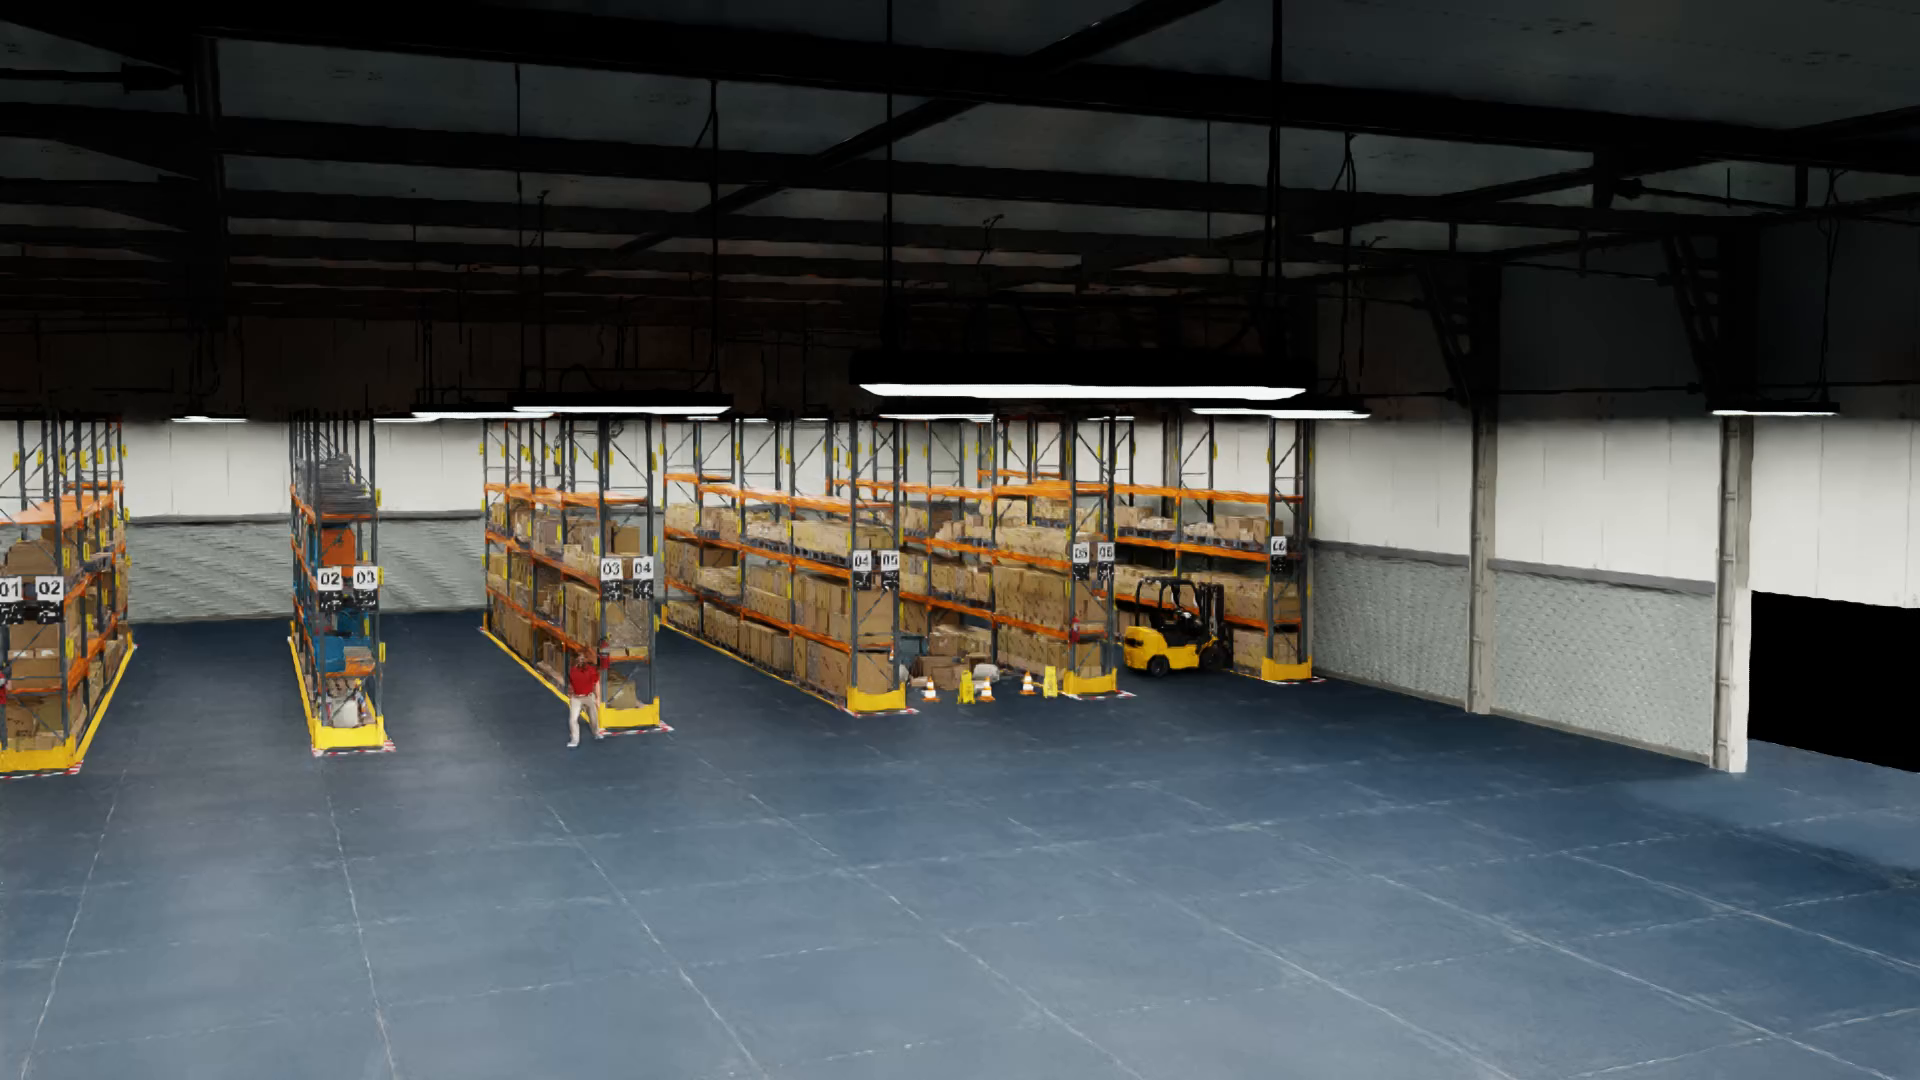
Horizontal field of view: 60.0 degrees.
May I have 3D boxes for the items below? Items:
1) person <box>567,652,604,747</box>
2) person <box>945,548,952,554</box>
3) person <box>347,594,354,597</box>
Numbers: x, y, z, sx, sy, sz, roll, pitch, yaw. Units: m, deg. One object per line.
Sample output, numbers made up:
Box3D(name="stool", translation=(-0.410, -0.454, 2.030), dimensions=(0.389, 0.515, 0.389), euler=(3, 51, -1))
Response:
Box3D(name="person", translation=(-6.691, 2.812, 29.628), dimensions=(0.584, 1.665, 0.974), euler=(0, 4, -2))
Box3D(name="person", translation=(-0.269, 1.134, 53.136), dimensions=(0.571, 1.738, 0.720), euler=(3, 5, 39))
Box3D(name="person", translation=(-15.993, 1.817, 43.698), dimensions=(0.410, 1.676, 0.609), euler=(0, 4, -1))
